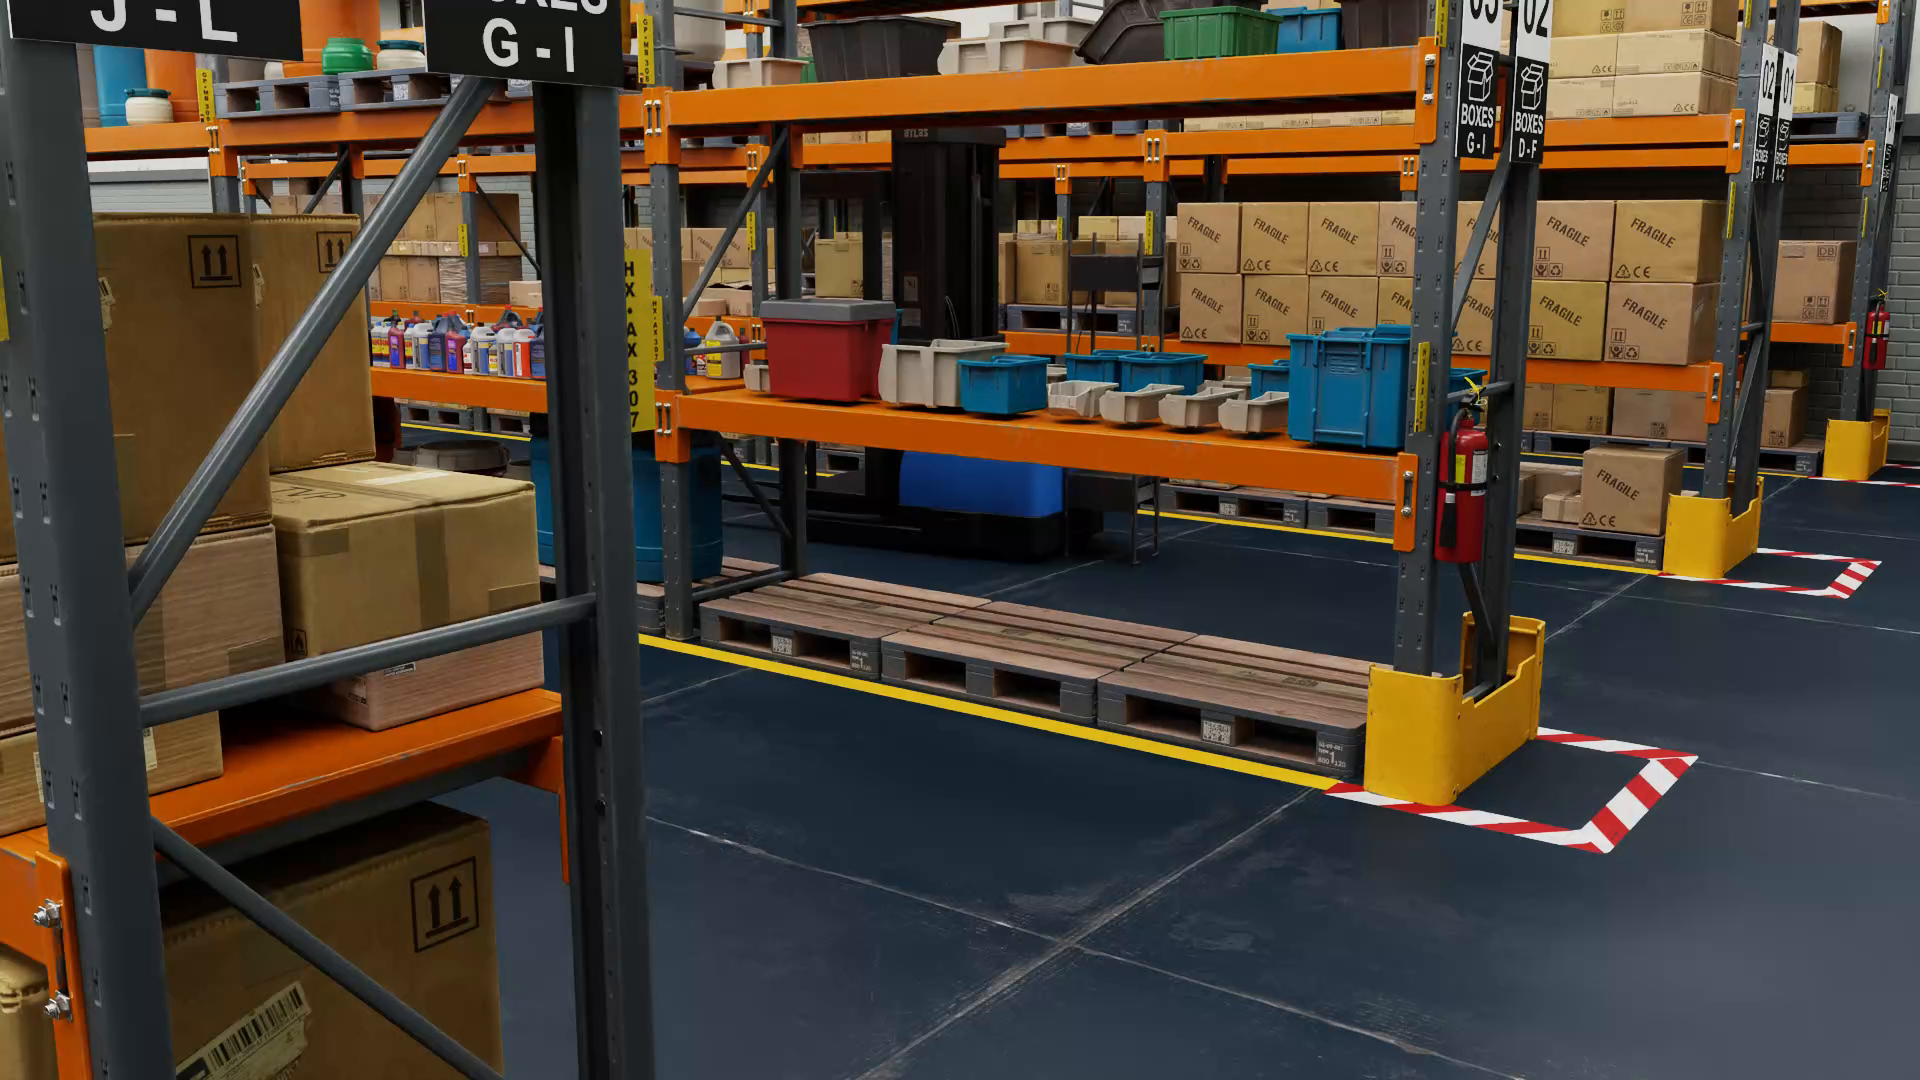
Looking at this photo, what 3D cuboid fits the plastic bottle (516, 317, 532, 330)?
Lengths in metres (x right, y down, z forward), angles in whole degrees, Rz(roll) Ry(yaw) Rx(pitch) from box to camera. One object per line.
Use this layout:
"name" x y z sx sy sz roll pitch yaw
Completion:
"plastic bottle" -2.720 -1.255 10.425 0.133 0.283 0.061 8 13 36

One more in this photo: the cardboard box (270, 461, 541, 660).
"cardboard box" -1.151 0.024 3.119 0.500 0.250 0.500 8 13 34

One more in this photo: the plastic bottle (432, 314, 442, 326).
"plastic bottle" -3.436 -1.359 10.995 0.097 0.271 0.097 0 11 0

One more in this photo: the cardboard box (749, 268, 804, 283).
"cardboard box" -2.361 -3.375 21.421 0.500 0.250 0.500 8 14 36

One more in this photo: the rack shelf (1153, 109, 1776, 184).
"rack shelf" 3.331 -2.669 11.423 4.000 0.370 1.077 8 13 36

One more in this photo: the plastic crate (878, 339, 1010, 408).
"plastic crate" -0.094 -0.787 7.857 0.530 0.282 0.437 8 13 36

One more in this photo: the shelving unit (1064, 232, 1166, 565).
"shelving unit" 1.000 -0.925 10.781 0.503 2.100 0.431 6 13 29

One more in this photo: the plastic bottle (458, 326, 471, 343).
"plastic bottle" -2.902 -1.120 9.760 0.097 0.271 0.097 0 11 0

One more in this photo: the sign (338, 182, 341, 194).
"sign" -10.700 -6.048 28.792 0.199 0.298 0.001 8 13 36

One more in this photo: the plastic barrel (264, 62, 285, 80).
"plastic barrel" -4.509 -3.075 11.336 0.421 0.512 0.421 0 11 0

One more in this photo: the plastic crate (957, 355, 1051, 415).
"plastic crate" 0.201 -0.705 7.561 0.300 0.233 0.416 8 13 36

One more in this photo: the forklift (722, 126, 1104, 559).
"forklift" -0.547 -1.498 11.557 3.031 2.935 1.130 6 13 29

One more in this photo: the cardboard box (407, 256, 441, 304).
"cardboard box" -5.519 -2.830 17.996 0.500 0.500 0.700 8 13 35

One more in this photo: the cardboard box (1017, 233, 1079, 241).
"cardboard box" 1.040 -3.299 19.263 0.500 0.500 0.700 6 13 29

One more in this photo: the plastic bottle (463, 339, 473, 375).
"plastic bottle" -2.831 -1.061 9.641 0.097 0.201 0.097 0 11 0

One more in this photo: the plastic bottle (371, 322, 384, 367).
"plastic bottle" -3.539 -1.194 10.144 0.097 0.271 0.097 0 11 0

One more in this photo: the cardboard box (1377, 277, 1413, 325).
"cardboard box" 3.196 -1.553 11.399 0.500 0.500 0.500 8 13 35

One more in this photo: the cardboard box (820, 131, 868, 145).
"cardboard box" -0.722 -3.644 14.309 0.500 0.500 0.910 8 13 36

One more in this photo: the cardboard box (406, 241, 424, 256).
"cardboard box" -5.698 -3.125 17.816 0.250 0.149 0.380 8 13 35

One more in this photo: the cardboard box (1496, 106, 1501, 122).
"cardboard box" 3.566 -2.853 10.876 0.500 0.250 0.500 8 13 36

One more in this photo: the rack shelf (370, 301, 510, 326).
"rack shelf" -6.341 -2.545 18.682 4.000 0.370 1.077 8 13 36

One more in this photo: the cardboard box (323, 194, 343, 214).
"cardboard box" -6.708 -3.634 18.737 0.500 0.500 0.700 8 14 36

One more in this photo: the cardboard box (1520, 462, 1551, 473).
"cardboard box" 3.867 -0.407 11.818 0.500 0.250 0.500 8 13 36

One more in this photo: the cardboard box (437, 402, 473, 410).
"cardboard box" -5.232 -1.548 17.769 0.500 0.250 0.500 8 13 36

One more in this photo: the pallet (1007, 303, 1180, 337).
"pallet" 1.140 -1.786 13.371 1.213 0.211 1.003 8 13 36

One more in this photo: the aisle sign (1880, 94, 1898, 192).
"aisle sign" 7.753 -3.305 13.873 0.004 0.787 0.394 8 13 36

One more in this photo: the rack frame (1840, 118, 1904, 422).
"rack frame" 7.872 -2.083 14.400 0.127 3.000 1.000 8 13 36

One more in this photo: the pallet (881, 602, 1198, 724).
"pallet" 0.387 0.567 8.044 1.213 0.211 1.003 8 13 36

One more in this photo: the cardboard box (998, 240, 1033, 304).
"cardboard box" 0.259 -2.218 13.730 0.500 0.500 0.700 4 12 21

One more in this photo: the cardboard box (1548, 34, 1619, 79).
"cardboard box" 3.975 -3.044 10.546 0.500 0.250 0.500 8 13 36

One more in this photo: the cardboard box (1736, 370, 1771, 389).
"cardboard box" 7.038 -1.430 14.794 0.250 0.149 0.380 8 13 35

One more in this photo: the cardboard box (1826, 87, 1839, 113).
"cardboard box" 7.429 -3.857 14.698 0.500 0.250 0.500 9 14 38

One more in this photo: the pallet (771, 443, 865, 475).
"pallet" -0.925 -0.765 14.928 1.213 0.211 1.003 8 13 36

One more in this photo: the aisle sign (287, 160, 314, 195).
"aisle sign" -7.832 -4.452 19.799 0.004 0.787 0.394 8 13 36

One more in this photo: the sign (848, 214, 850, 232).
"sign" -1.474 -4.086 21.704 0.005 0.325 0.100 8 13 36

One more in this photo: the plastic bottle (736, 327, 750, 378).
"plastic bottle" -1.259 -1.065 9.446 0.133 0.283 0.061 8 13 36

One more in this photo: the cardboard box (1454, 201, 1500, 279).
"cardboard box" 3.593 -1.986 11.004 0.500 0.500 0.500 8 14 37

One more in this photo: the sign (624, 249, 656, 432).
"sign" -0.590 -0.356 2.986 0.005 0.325 0.100 8 13 36

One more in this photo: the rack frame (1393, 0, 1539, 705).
"rack frame" 2.008 -0.566 6.560 0.127 3.000 1.000 8 13 36

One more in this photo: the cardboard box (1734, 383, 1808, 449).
"cardboard box" 7.249 -1.125 14.925 0.500 0.500 0.700 8 13 36

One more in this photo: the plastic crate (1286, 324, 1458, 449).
"plastic crate" 1.628 -0.622 6.598 0.499 0.435 0.616 8 13 36

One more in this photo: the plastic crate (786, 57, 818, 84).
"plastic crate" -0.695 -2.383 8.613 0.662 0.188 0.450 8 13 36

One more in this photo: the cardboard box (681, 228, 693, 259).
"cardboard box" -3.589 -3.914 22.233 0.500 0.500 0.500 8 14 37

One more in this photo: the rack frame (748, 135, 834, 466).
"rack frame" -1.505 -2.224 15.126 0.127 3.000 1.000 8 13 36

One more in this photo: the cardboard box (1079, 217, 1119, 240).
"cardboard box" 1.661 -3.462 18.453 0.500 0.250 0.500 8 14 37

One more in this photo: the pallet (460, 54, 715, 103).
"pallet" -1.905 -2.469 8.996 1.003 0.211 1.213 8 13 36

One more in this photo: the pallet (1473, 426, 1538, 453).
"pallet" 5.215 -1.066 16.485 1.213 0.211 1.003 8 13 36

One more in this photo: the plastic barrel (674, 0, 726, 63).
"plastic barrel" -1.492 -2.859 9.051 0.433 0.535 0.433 0 11 0

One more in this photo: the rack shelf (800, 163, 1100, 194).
"rack shelf" -0.188 -4.327 19.994 4.000 0.370 1.077 8 13 36

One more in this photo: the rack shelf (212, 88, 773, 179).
"rack shelf" -2.828 -2.360 9.830 4.000 0.370 1.077 8 13 36
